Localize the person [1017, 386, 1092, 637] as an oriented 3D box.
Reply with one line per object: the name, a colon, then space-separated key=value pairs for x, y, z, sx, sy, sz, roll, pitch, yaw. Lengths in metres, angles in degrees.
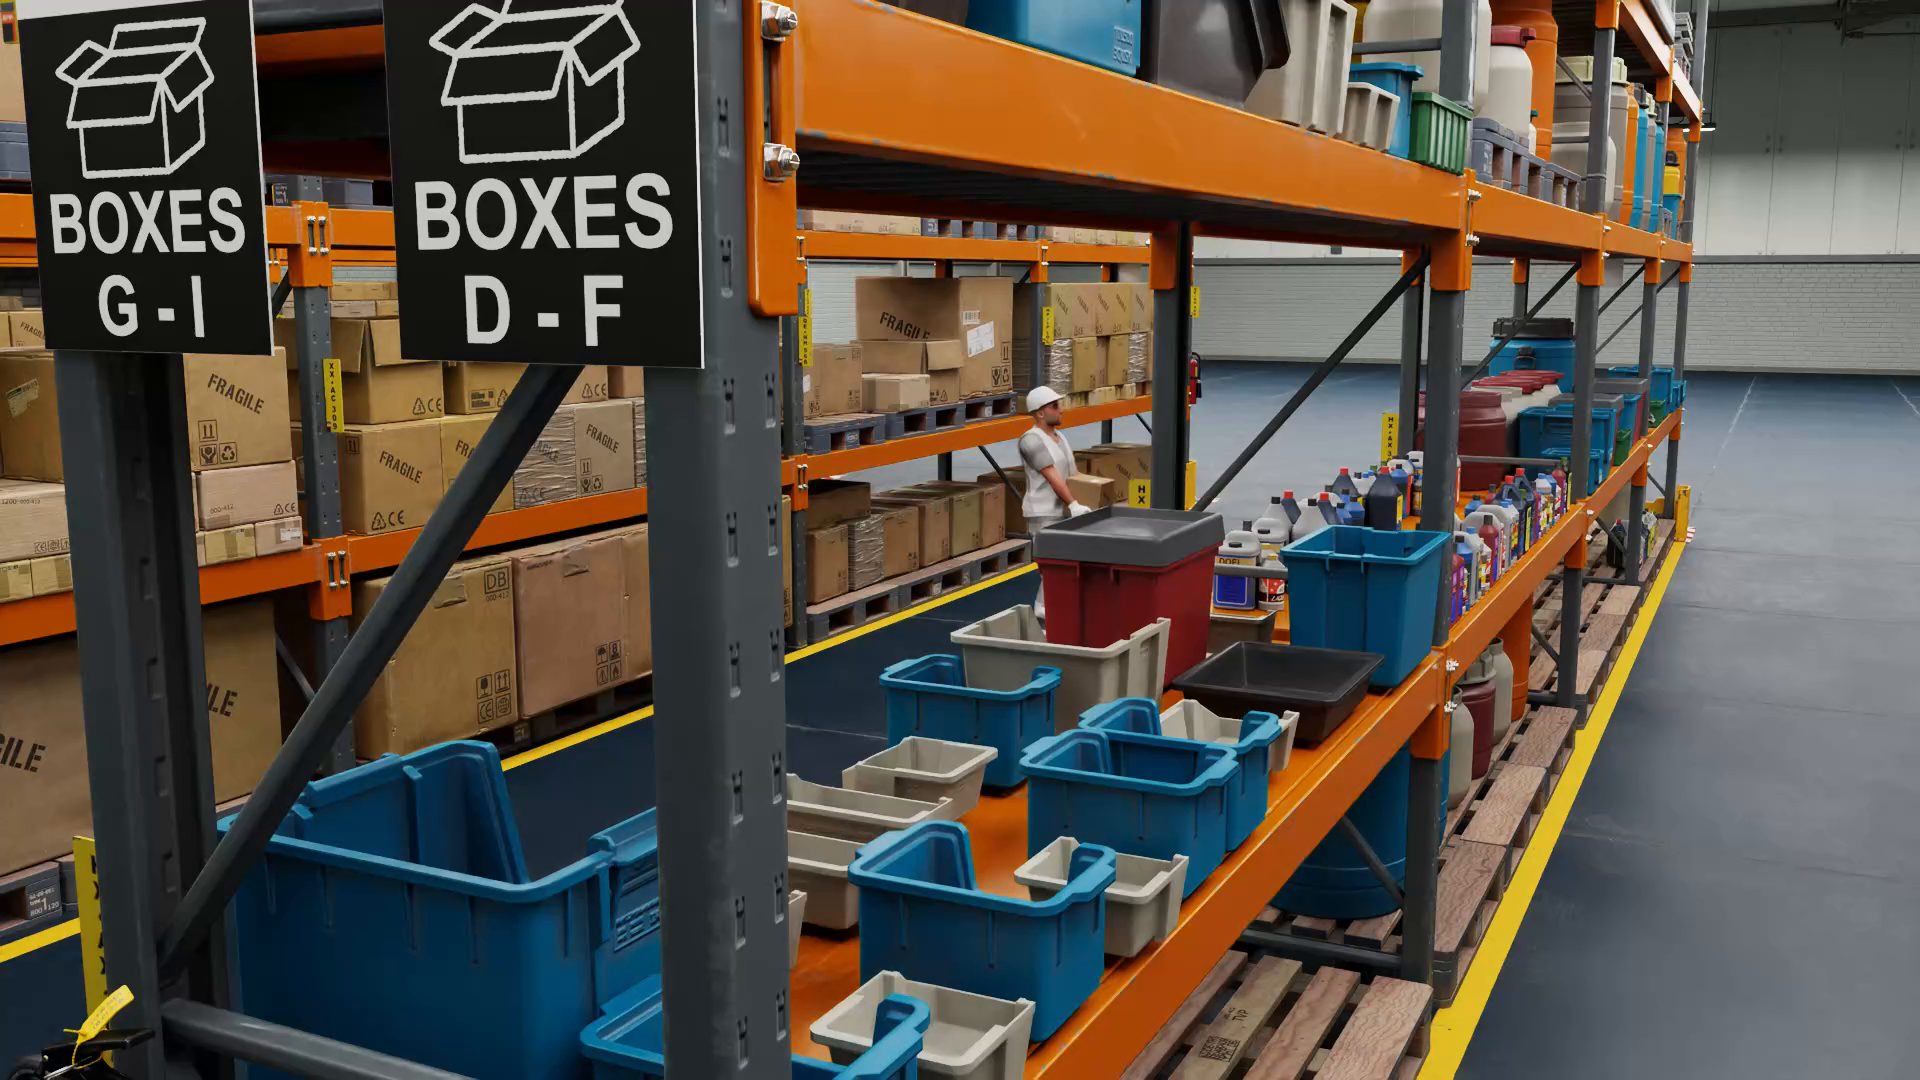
person: x=0.697 y=-0.129 z=11.125 sx=0.563 sy=1.783 sz=0.494 roll=4 pitch=10 yaw=26
